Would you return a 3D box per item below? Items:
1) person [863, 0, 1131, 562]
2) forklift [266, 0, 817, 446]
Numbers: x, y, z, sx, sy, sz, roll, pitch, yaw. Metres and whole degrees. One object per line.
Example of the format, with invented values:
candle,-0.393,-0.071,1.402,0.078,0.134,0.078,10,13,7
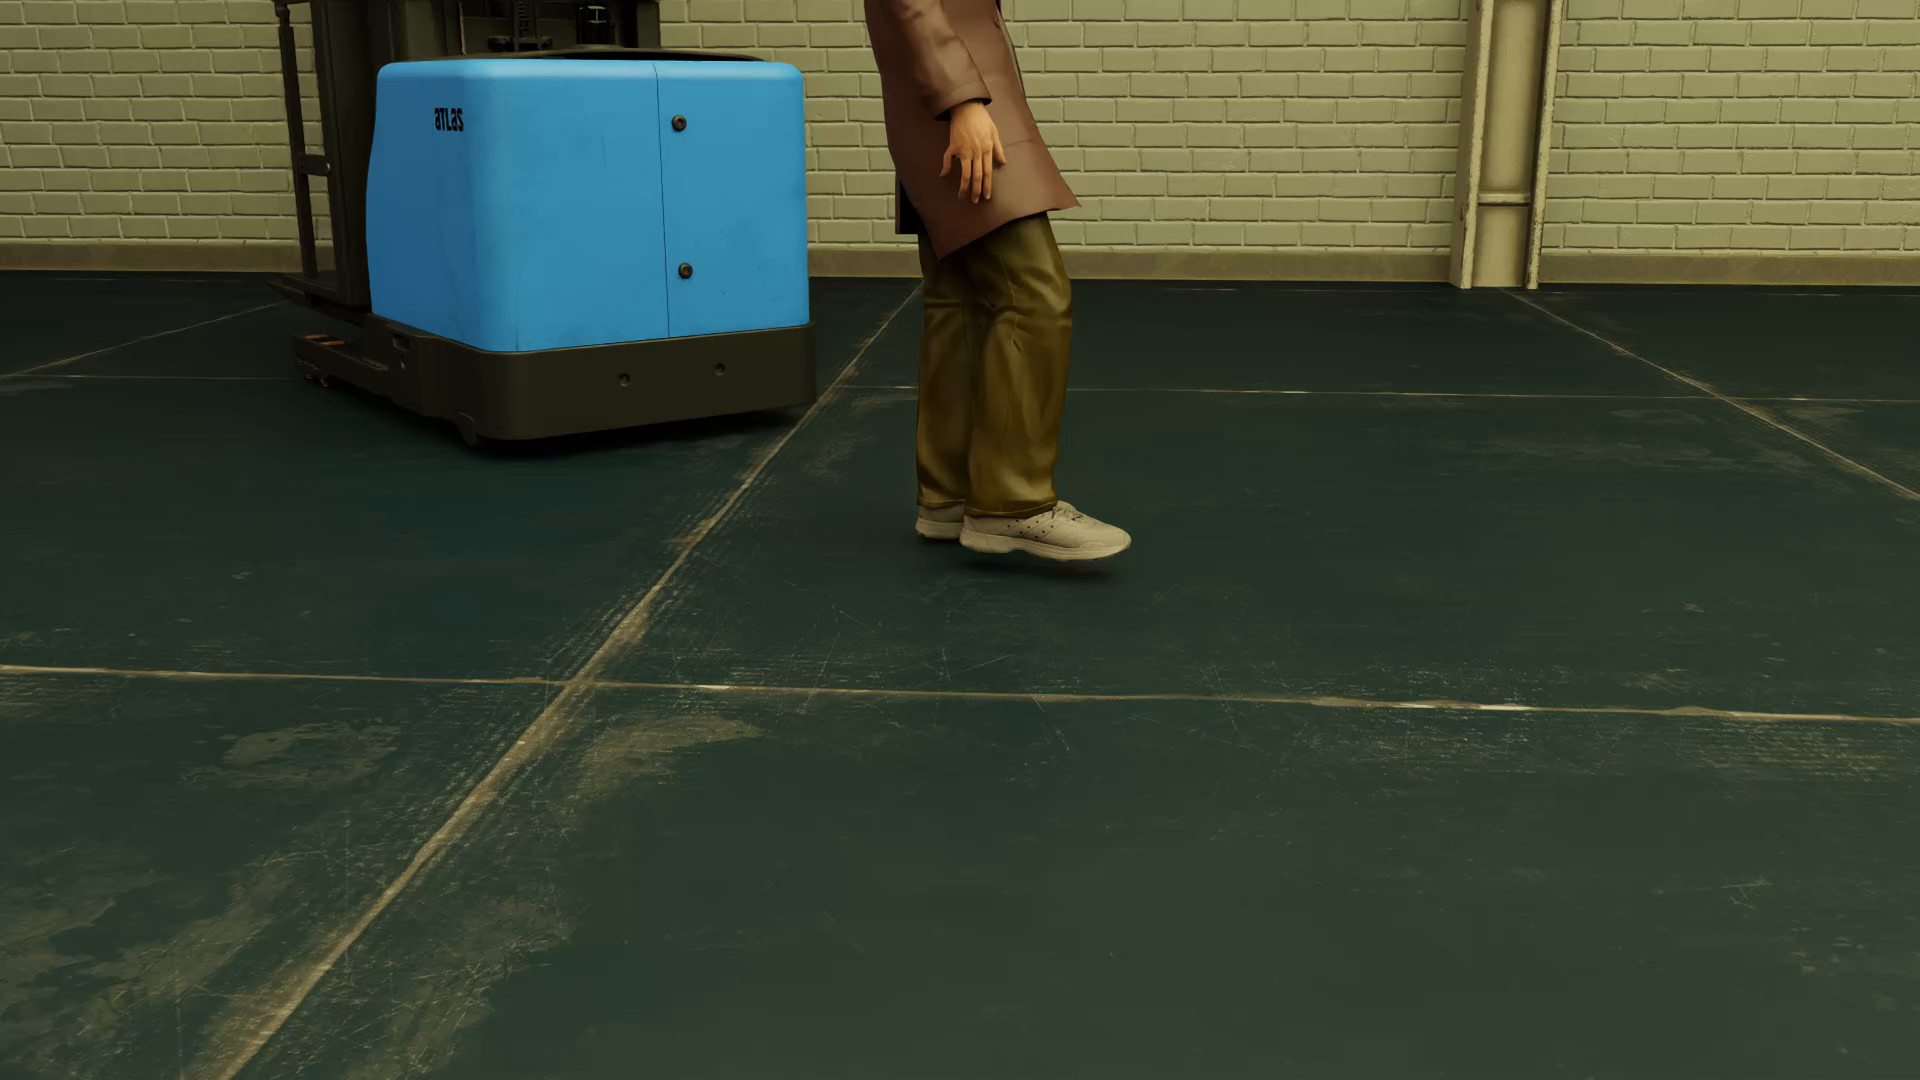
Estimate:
person,0.091,-0.862,3.568,0.583,1.774,0.694,1,15,4
forklift,-1.717,-2.007,5.609,1.130,2.935,3.031,-11,19,-35
